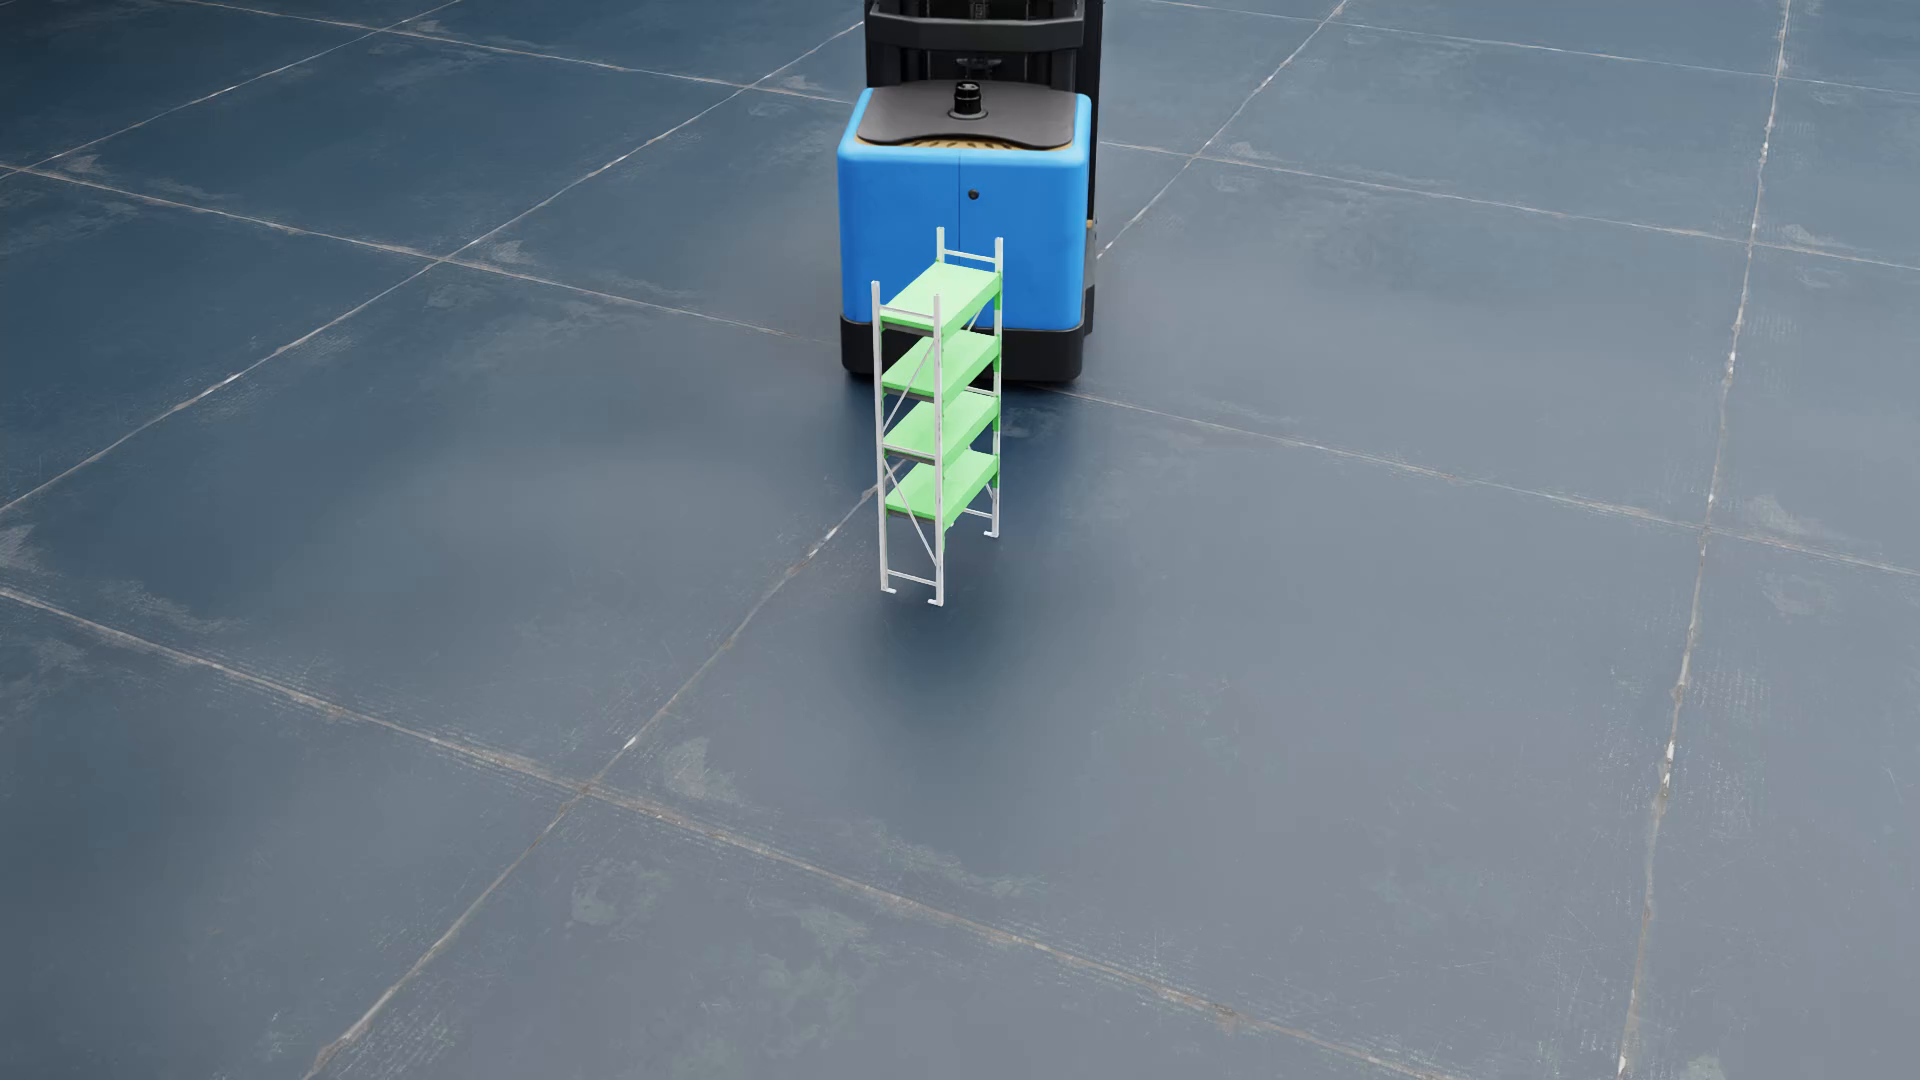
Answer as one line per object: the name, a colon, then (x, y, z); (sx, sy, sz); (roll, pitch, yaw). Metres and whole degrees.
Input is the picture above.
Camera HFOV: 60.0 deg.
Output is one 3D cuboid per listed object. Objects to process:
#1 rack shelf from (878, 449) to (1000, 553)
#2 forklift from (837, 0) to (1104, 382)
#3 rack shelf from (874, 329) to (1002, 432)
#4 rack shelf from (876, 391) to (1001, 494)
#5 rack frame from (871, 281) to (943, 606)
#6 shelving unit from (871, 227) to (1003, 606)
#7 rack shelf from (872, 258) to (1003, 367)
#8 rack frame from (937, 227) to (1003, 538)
rack shelf: (-0.069, -0.165, 5.962); (0.258, 0.148, 0.480); (14, 36, 20)
forklift: (0.130, -2.694, 7.685); (1.130, 2.935, 3.031); (3, 33, 4)
rack shelf: (-0.069, -0.567, 5.699); (0.258, 0.148, 0.480); (14, 36, 20)
rack shelf: (-0.069, -0.366, 5.830); (0.258, 0.148, 0.480); (14, 36, 20)
rack frame: (-0.171, -0.298, 5.610); (0.240, 1.200, 0.015); (14, 36, 20)
shelving unit: (-0.069, -0.419, 5.795); (0.258, 1.200, 0.503); (14, 36, 20)
rack shelf: (-0.069, -0.767, 5.567); (0.258, 0.148, 0.480); (14, 36, 20)
rack frame: (0.033, -0.541, 5.981); (0.240, 1.200, 0.015); (14, 36, 20)
